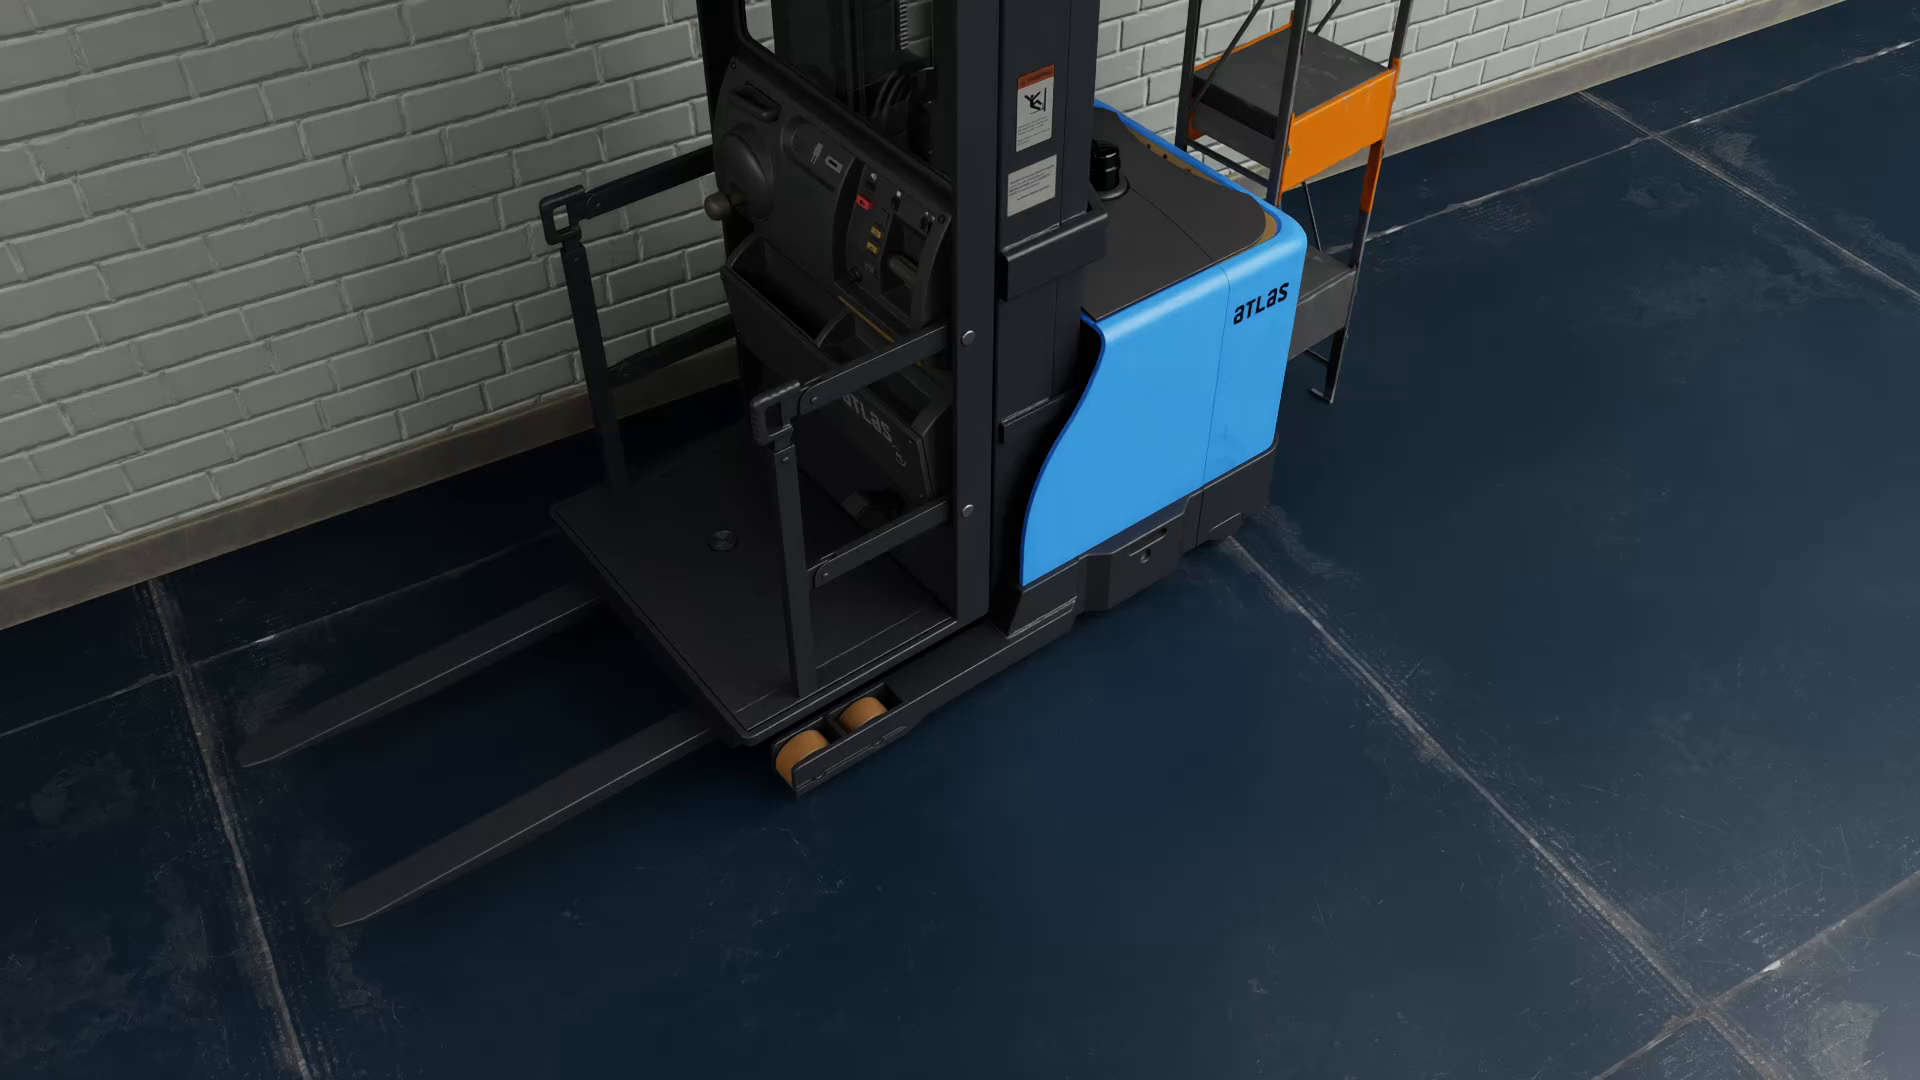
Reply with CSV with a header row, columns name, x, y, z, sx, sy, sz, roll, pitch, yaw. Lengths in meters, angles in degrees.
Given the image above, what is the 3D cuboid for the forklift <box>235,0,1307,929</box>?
name,x,y,z,sx,sy,sz,roll,pitch,yaw
forklift,-0.495,-0.788,3.958,3.031,2.935,1.130,-28,51,-26

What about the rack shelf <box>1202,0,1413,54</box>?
name,x,y,z,sx,sy,sz,roll,pitch,yaw
rack shelf,0.966,-1.709,4.518,0.480,0.518,0.431,-31,52,-28

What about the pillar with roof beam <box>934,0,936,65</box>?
name,x,y,z,sx,sy,sz,roll,pitch,yaw
pillar with roof beam,2.306,-1.479,0.312,0.400,9.000,9.100,-22,48,-21

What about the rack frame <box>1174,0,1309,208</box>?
name,x,y,z,sx,sy,sz,roll,pitch,yaw
rack frame,0.782,-1.105,4.881,0.015,2.100,0.400,-31,52,-28

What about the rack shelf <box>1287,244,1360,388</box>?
name,x,y,z,sx,sy,sz,roll,pitch,yaw
rack shelf,0.966,-0.705,5.493,0.480,0.518,0.431,-31,52,-28

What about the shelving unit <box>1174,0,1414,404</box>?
name,x,y,z,sx,sy,sz,roll,pitch,yaw
shelving unit,0.966,-1.217,4.996,0.503,2.100,0.431,-31,52,-28

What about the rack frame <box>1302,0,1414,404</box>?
name,x,y,z,sx,sy,sz,roll,pitch,yaw
rack frame,1.149,-1.329,5.111,0.015,2.100,0.400,-31,52,-28

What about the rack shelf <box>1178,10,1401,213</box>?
name,x,y,z,sx,sy,sz,roll,pitch,yaw
rack shelf,0.966,-1.207,5.006,0.480,0.518,0.431,-31,52,-28
